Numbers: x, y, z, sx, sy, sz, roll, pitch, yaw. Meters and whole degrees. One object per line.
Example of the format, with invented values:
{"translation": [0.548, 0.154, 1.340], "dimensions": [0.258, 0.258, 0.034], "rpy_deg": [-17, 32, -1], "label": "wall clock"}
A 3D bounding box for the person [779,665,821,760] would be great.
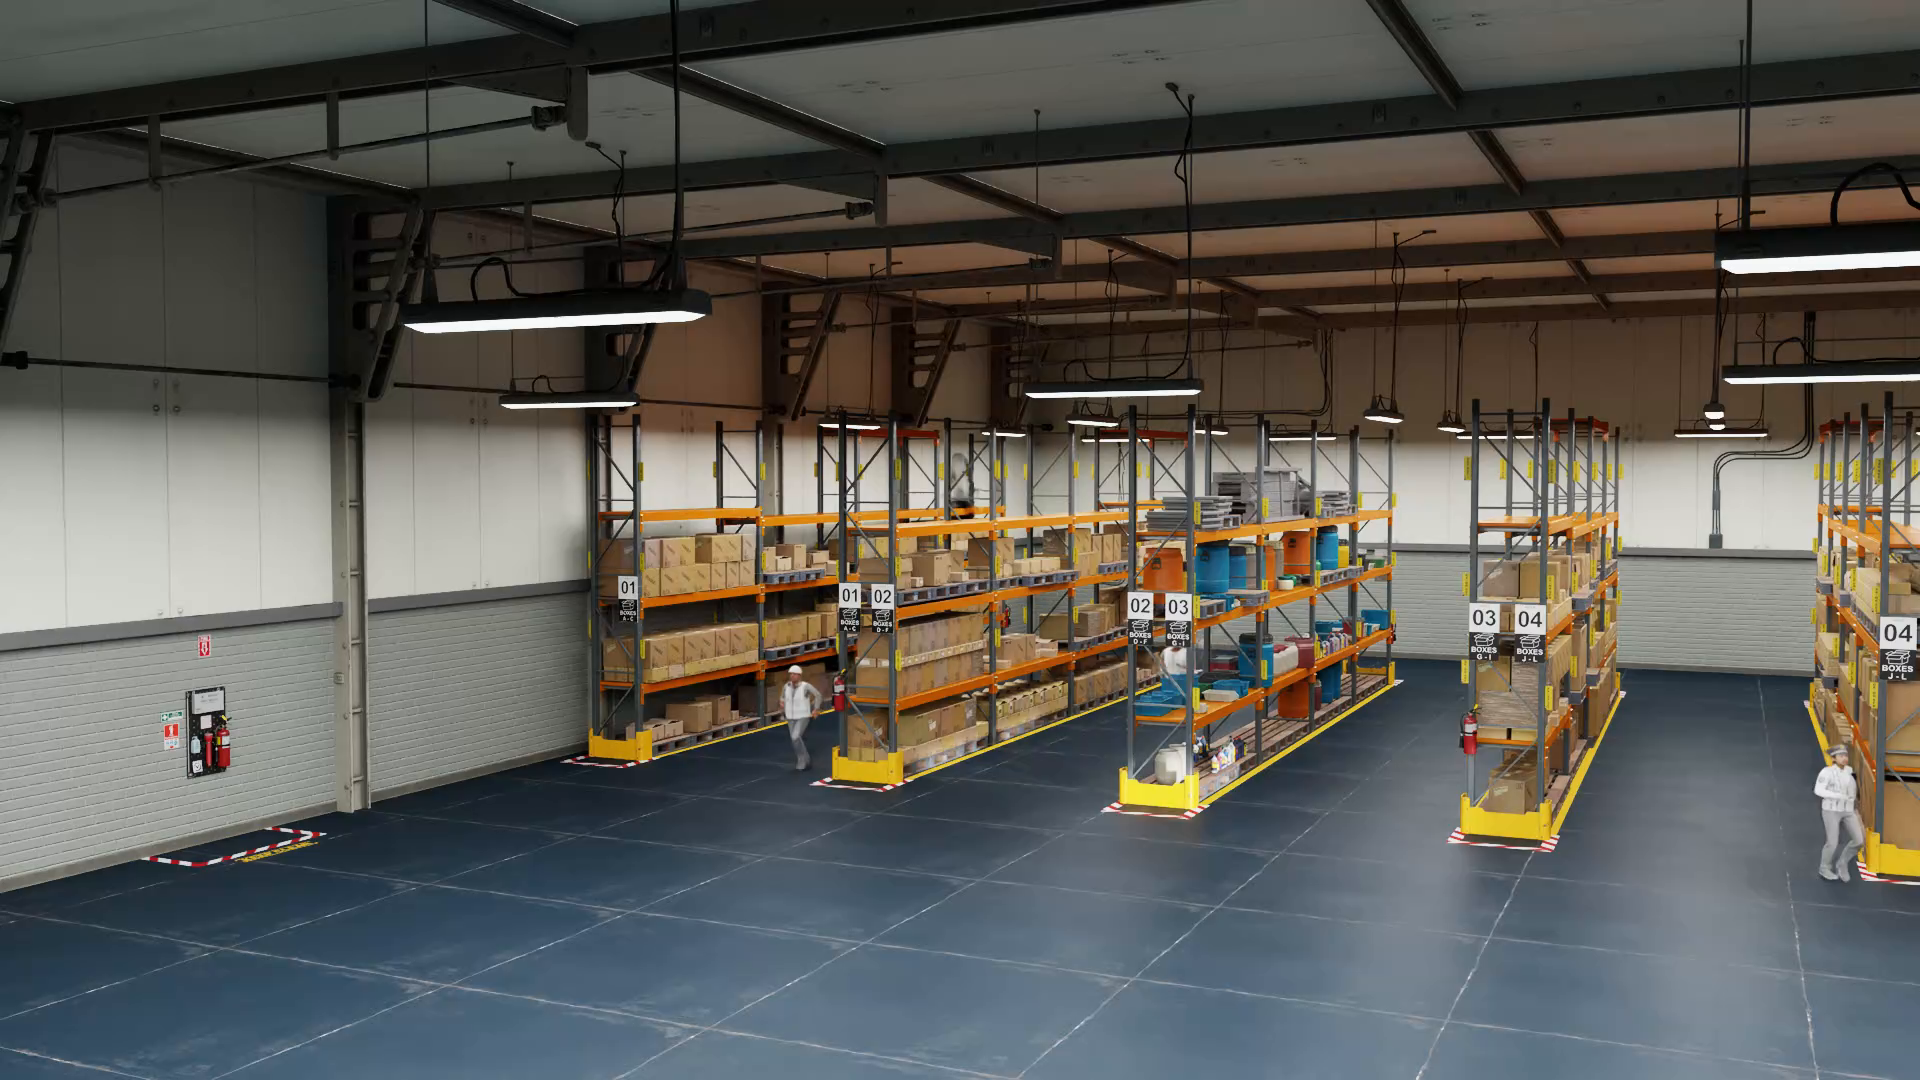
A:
{"translation": [-2.724, 2.926, 27.916], "dimensions": [0.677, 1.655, 0.769], "rpy_deg": [1, 3, 26], "label": "person"}

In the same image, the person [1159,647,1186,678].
{"translation": [4.232, 2.690, 32.680], "dimensions": [0.675, 1.699, 0.815], "rpy_deg": [1, 2, 14], "label": "person"}

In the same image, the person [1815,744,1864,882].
{"translation": [10.734, 3.330, 20.243], "dimensions": [0.625, 1.698, 0.586], "rpy_deg": [0, 2, -5], "label": "person"}
